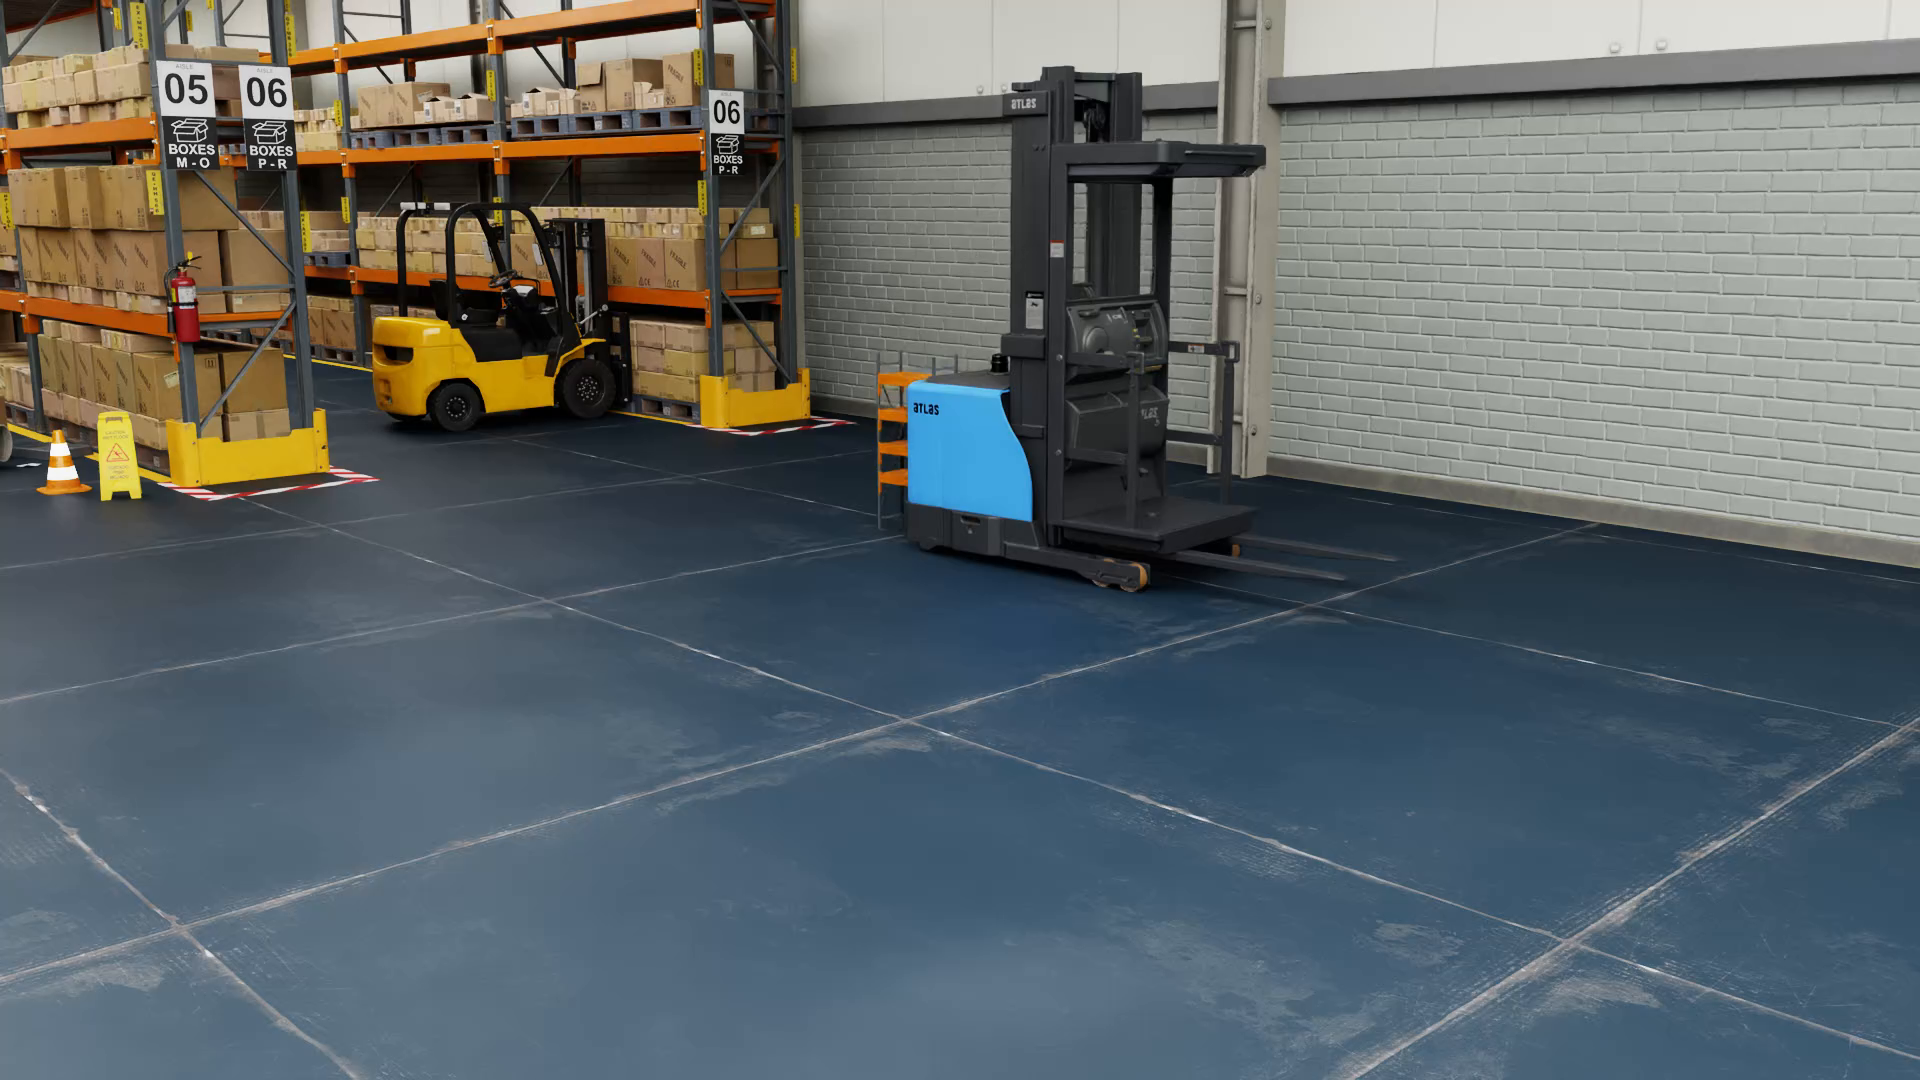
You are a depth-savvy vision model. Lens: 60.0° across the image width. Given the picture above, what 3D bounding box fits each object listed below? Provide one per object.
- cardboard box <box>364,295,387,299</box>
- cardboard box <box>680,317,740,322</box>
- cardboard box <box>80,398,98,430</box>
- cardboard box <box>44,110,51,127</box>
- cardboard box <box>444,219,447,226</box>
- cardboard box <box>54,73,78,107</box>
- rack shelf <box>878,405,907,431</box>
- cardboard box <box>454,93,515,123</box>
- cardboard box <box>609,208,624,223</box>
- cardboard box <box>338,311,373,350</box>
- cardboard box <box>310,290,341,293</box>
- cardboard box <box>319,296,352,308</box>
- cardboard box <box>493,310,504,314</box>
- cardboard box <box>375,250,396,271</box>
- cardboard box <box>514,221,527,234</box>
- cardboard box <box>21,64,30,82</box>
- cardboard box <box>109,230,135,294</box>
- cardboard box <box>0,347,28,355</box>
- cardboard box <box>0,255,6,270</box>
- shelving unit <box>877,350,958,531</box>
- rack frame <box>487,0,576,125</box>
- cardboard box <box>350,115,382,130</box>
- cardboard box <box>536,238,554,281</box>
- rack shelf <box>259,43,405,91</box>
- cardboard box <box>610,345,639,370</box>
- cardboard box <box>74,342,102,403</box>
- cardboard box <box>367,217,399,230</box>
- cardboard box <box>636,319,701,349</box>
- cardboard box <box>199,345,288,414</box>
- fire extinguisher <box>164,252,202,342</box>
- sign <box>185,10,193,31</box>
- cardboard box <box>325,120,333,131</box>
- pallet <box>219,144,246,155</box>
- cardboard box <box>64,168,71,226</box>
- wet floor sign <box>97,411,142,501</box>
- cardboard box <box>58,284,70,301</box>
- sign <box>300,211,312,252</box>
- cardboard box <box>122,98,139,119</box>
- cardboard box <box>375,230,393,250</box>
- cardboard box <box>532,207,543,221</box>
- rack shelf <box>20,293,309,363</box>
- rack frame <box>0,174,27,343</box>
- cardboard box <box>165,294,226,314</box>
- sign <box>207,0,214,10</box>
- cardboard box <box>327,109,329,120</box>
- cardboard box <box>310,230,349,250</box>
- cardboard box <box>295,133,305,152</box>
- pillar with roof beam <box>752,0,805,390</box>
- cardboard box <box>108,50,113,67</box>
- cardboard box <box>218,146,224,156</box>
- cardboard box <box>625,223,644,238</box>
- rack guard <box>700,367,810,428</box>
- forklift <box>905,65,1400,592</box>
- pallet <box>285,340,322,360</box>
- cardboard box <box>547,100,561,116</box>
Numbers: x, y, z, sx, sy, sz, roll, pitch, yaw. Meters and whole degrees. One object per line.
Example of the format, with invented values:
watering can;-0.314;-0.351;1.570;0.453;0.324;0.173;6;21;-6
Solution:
cardboard box;-8.109;-3.314;23.109;0.380;0.149;0.250;-11;16;-42
cardboard box;-2.598;-2.178;17.343;0.500;0.250;0.500;-11;16;-42
cardboard box;-7.448;-1.133;14.752;0.500;0.250;0.500;-11;16;-43
cardboard box;-7.832;-3.709;14.670;0.380;0.149;0.250;-10;15;-41
cardboard box;-5.950;-3.774;19.943;0.250;0.149;0.380;11;16;44
cardboard box;-7.250;-3.768;13.969;0.500;0.250;0.500;-11;16;-42
rack shelf;-0.282;-0.789;10.991;0.480;0.148;0.258;10;15;40
cardboard box;-5.494;-4.996;19.224;0.500;0.311;0.500;11;16;43
cardboard box;-3.409;-3.368;17.231;0.380;0.149;0.250;-10;16;-41
cardboard box;-8.028;-2.841;22.420;0.500;0.500;0.500;-10;15;-41
cardboard box;-9.324;-3.591;24.456;0.250;0.149;0.380;11;16;42
cardboard box;-8.615;-3.288;22.985;0.380;0.149;0.250;-10;15;-41
cardboard box;-5.716;-2.475;20.337;0.875;0.625;0.625;-11;16;-43
cardboard box;-7.107;-3.581;21.232;0.500;0.250;0.500;-11;16;-44
cardboard box;-4.788;-3.527;18.743;0.380;0.149;0.250;-11;16;-43
cardboard box;-8.047;-4.123;14.703;0.250;0.149;0.380;11;16;43
cardboard box;-6.559;-2.277;13.545;0.500;0.500;0.500;-11;16;-42
cardboard box;-10.269;-1.864;17.994;0.950;0.372;0.625;-11;16;-44
cardboard box;-9.130;-2.712;16.222;0.250;0.149;0.380;11;16;43
shelving unit;-0.282;-0.635;11.023;0.503;1.200;0.258;10;15;40
rack frame;-4.818;-6.182;18.617;1.000;3.000;0.127;-11;16;-43
cardboard box;-7.559;-5.344;21.272;0.380;0.166;0.250;-11;16;-43
cardboard box;-4.328;-3.118;18.364;0.500;0.500;0.500;-11;16;-42
rack shelf;-8.961;-6.509;22.980;1.077;0.370;4.000;-11;16;-43
cardboard box;-3.328;-1.938;17.421;0.500;0.250;0.500;-11;16;-44
cardboard box;-7.458;-1.502;14.682;0.500;0.500;0.500;-10;15;-40
cardboard box;-7.388;-4.068;21.367;0.380;0.149;0.250;-10;16;-41
cardboard box;-2.956;-2.106;16.996;0.500;0.250;0.500;-11;16;-42
cardboard box;-6.017;-1.354;13.963;0.500;0.500;0.500;11;16;43
fire extinguisher;-5.897;-1.849;12.644;0.296;0.674;0.183;-11;16;-43
sign;-12.689;-8.543;27.368;0.100;0.325;0.005;-11;16;-43
cardboard box;-8.164;-5.477;22.013;0.250;0.149;0.380;11;16;44
pallet;-9.943;-5.683;24.096;1.213;0.211;1.003;-11;16;-43
cardboard box;-7.168;-2.923;14.205;0.700;0.500;0.500;-11;16;-43
wet floor sign;-6.285;-0.638;12.408;0.267;0.644;0.232;-5;13;-23
cardboard box;-7.857;-2.233;14.938;0.380;0.149;0.250;-10;15;-41
sign;-5.250;-2.467;13.309;0.100;0.325;0.005;-11;16;-43
cardboard box;-6.287;-3.359;12.969;0.380;0.149;0.250;-11;16;-42
cardboard box;-7.105;-3.827;21.186;0.500;0.250;0.500;-10;15;-41
cardboard box;-4.553;-3.645;18.578;0.380;0.149;0.250;-11;16;-42
rack shelf;-7.024;-1.907;14.518;1.077;0.370;4.000;-11;16;-43
rack frame;-11.167;-3.135;18.696;1.000;3.000;0.127;-11;16;-43
cardboard box;-6.056;-1.869;13.175;0.380;0.149;0.250;-10;15;-41
sign;-10.748;-7.773;23.828;0.100;0.325;0.005;-11;16;-43
cardboard box;-8.137;-5.626;21.999;0.250;0.149;0.380;11;16;43
cardboard box;-8.543;-4.069;22.557;0.500;0.250;0.500;11;16;42
cardboard box;-8.803;-5.411;22.678;0.500;0.250;0.500;-11;16;-43
pillar with roof beam;-4.998;-5.226;13.975;9.100;9.000;0.400;-11;16;-43
cardboard box;-6.568;-3.835;13.303;0.380;0.149;0.250;-11;16;-42
cardboard box;-10.804;-5.769;24.667;0.380;0.149;0.250;-11;16;-43
cardboard box;-3.212;-3.188;17.096;0.250;0.149;0.380;11;16;43
rack guard;-2.039;-1.432;16.624;1.175;0.500;0.348;-11;16;-43
forklift;1.097;-1.258;9.755;3.031;2.935;1.130;10;15;40
pallet;-8.907;-2.754;23.756;1.003;0.211;1.213;-11;16;-43
cardboard box;-4.197;-4.625;17.825;0.380;0.149;0.250;-10;15;-41
